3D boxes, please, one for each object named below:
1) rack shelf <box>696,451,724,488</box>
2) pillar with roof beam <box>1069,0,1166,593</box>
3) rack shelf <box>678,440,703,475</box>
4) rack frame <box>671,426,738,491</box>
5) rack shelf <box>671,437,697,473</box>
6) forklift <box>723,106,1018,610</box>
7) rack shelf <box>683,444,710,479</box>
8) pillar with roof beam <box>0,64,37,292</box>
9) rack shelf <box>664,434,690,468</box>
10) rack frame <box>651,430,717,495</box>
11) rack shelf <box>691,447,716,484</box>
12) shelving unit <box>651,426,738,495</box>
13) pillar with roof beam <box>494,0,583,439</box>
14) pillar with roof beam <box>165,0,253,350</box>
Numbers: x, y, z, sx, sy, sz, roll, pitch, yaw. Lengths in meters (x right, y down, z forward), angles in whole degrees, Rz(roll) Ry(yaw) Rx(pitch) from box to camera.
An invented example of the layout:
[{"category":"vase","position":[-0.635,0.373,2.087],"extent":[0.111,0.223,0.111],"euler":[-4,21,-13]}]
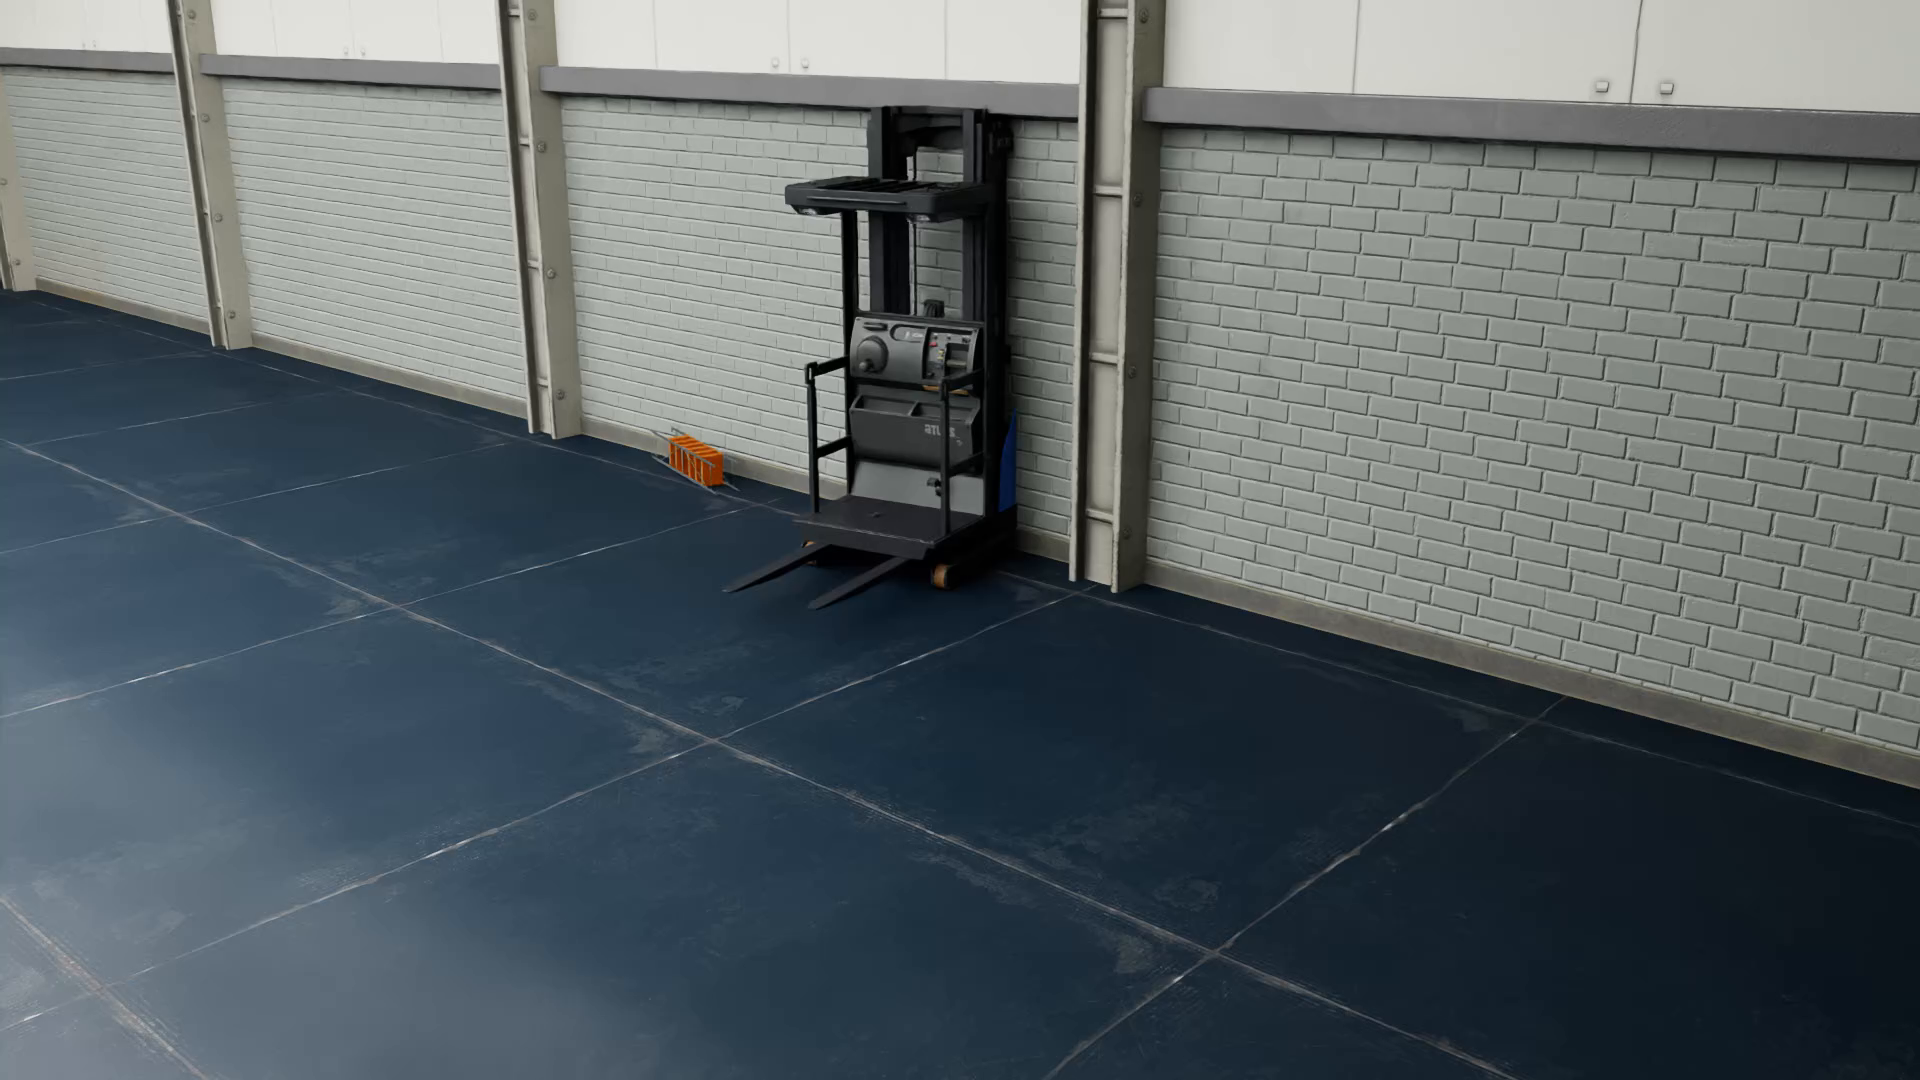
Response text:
[{"category":"rack shelf","position":[-1.938,-0.550,12.908],"extent":[0.180,0.258,0.103],"euler":[-12,23,-31]},{"category":"pillar with roof beam","position":[-1.905,-3.051,6.349],"extent":[0.400,9.000,9.100],"euler":[15,23,39]},{"category":"rack shelf","position":[-2.136,-0.649,13.192],"extent":[0.180,0.258,0.103],"euler":[-12,23,-31]},{"category":"rack frame","position":[-2.035,-0.653,13.204],"extent":[0.006,0.240,1.200],"euler":[-12,23,-31]},{"category":"rack shelf","position":[-2.202,-0.682,13.286],"extent":[0.180,0.258,0.103],"euler":[-12,23,-31]},{"category":"forklift","position":[-0.400,-1.236,10.661],"extent":[1.130,2.935,3.031],"euler":[9,20,27]},{"category":"rack shelf","position":[-2.070,-0.616,13.097],"extent":[0.180,0.258,0.103],"euler":[-12,23,-31]},{"category":"pillar with roof beam","position":[-15.368,-6.665,17.737],"extent":[0.400,9.000,9.100],"euler":[15,23,39]},{"category":"rack shelf","position":[-2.268,-0.715,13.381],"extent":[0.180,0.258,0.103],"euler":[-12,23,-31]},{"category":"rack frame","position":[-2.188,-0.621,13.109],"extent":[0.006,0.240,1.200],"euler":[-12,23,-31]},{"category":"rack shelf","position":[-2.004,-0.583,13.003],"extent":[0.180,0.258,0.103],"euler":[-12,23,-31]},{"category":"shelving unit","position":[-2.112,-0.637,13.157],"extent":[0.189,0.258,1.200],"euler":[-12,23,-31]},{"category":"pillar with roof beam","position":[-6.392,-4.256,10.145],"extent":[0.400,9.000,9.100],"euler":[15,23,39]},{"category":"pillar with roof beam","position":[-10.880,-5.460,13.941],"extent":[0.400,9.000,9.100],"euler":[15,23,39]}]
